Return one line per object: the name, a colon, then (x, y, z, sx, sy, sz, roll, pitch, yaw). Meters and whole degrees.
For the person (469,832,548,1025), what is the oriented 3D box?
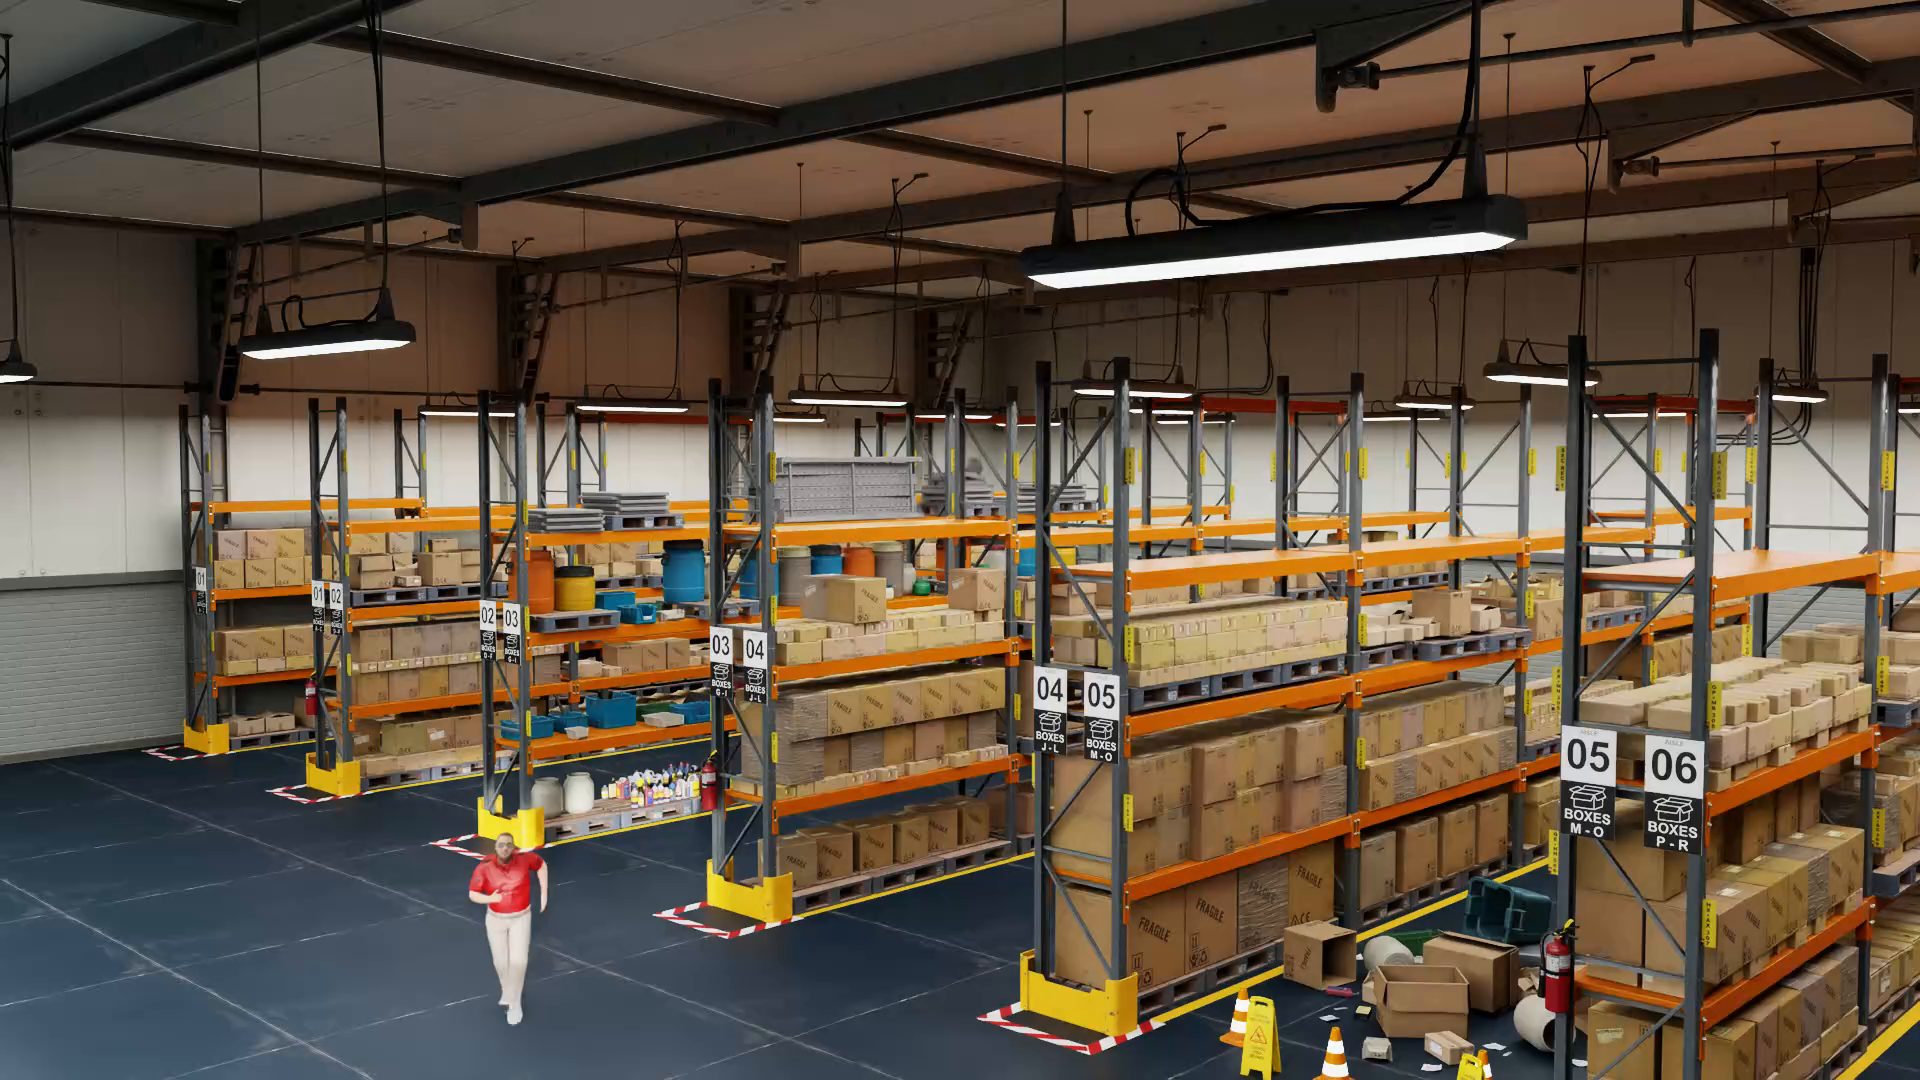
person: (-4.117, 3.516, 15.190, 0.689, 1.758, 0.856, -1, 3, -14)

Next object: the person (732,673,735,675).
person: (-4.667, 2.595, 33.079, 0.500, 1.651, 0.636, -3, 4, -41)
